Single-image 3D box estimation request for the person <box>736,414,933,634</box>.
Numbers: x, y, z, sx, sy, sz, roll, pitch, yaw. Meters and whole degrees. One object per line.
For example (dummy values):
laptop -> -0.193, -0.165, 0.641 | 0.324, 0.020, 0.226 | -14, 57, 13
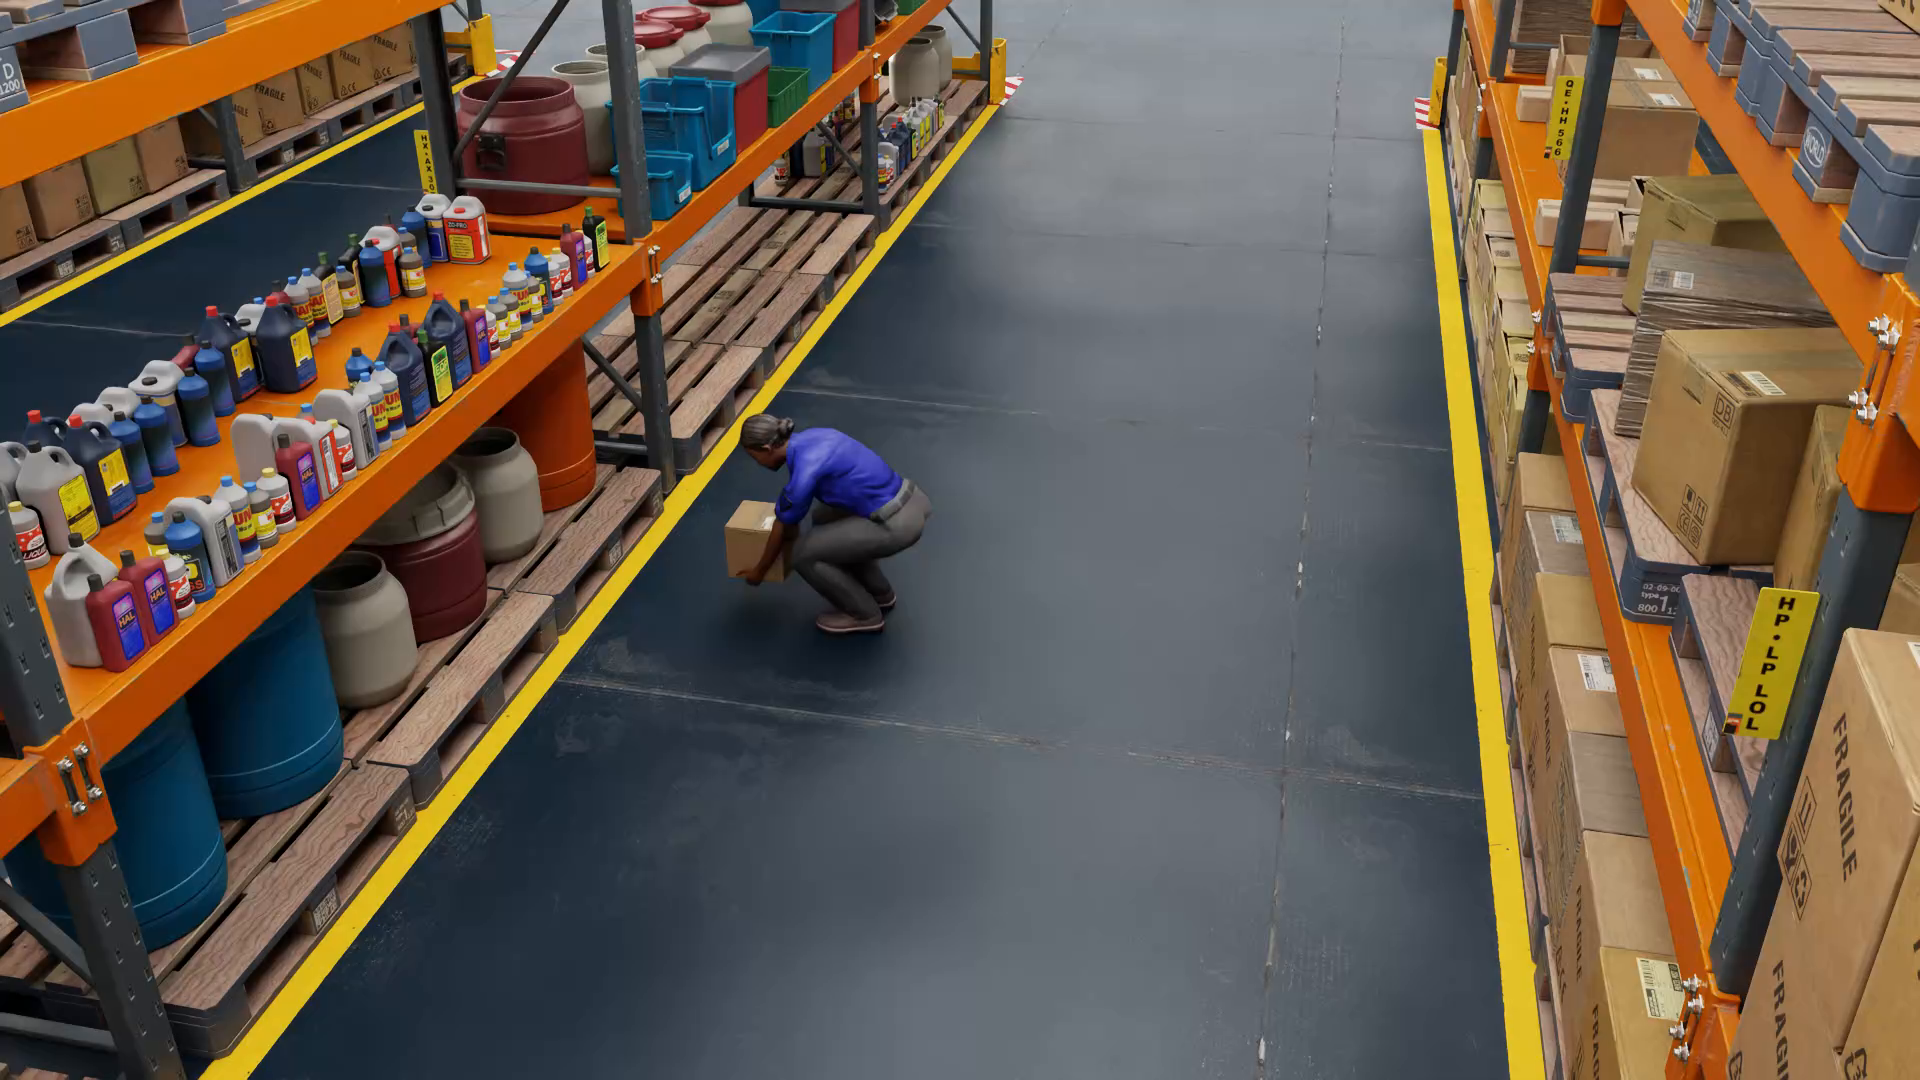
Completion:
person -> -0.534, -0.087, 7.026 | 0.820, 0.955, 0.453 | 5, 29, 9
